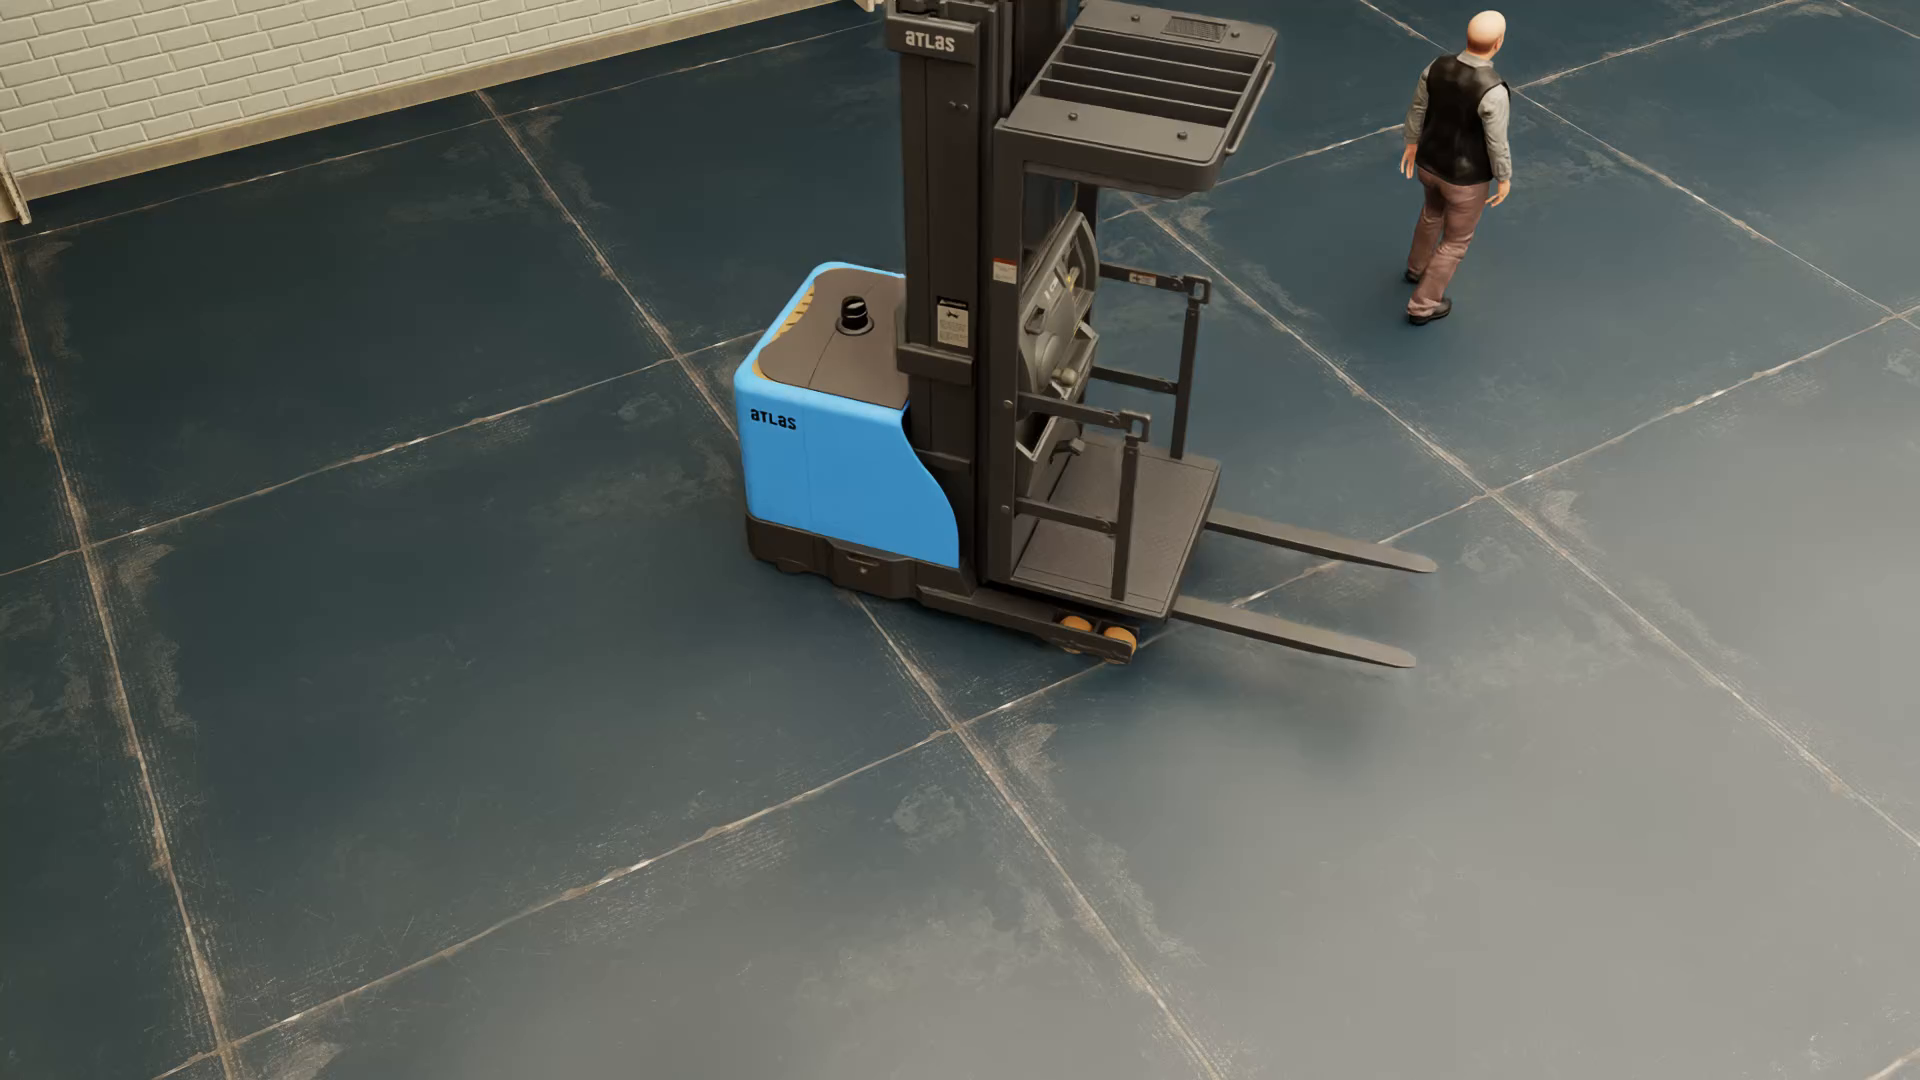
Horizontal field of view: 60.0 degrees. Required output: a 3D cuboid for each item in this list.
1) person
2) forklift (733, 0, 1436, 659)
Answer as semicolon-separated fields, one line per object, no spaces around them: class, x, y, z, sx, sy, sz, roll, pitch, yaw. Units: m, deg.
person;2.643;-1.949;8.736;0.551;1.758;0.617;-25;48;-24
forklift;0.599;-0.960;6.733;3.031;2.935;1.130;12;44;13
